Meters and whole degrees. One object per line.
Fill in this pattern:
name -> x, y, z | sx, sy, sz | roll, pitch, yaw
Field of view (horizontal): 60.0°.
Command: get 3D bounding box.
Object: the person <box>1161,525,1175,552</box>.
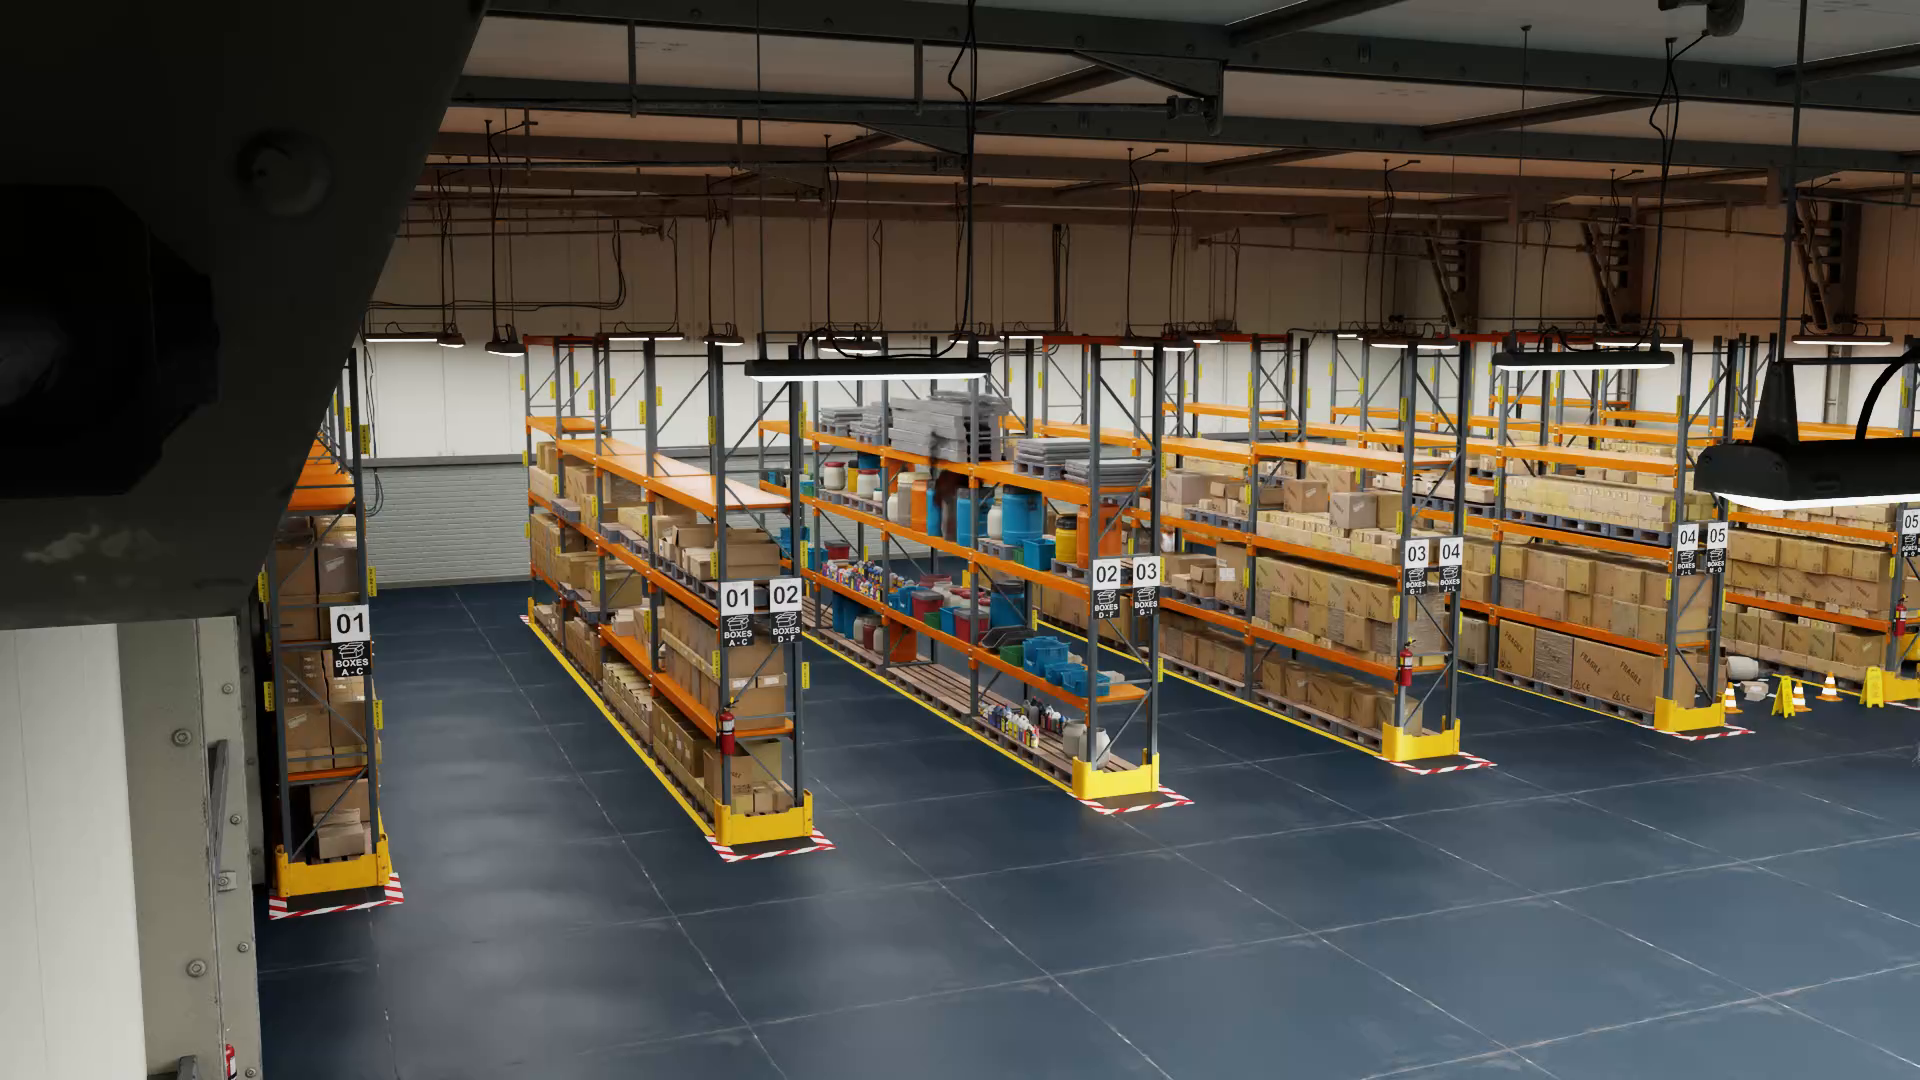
person -> 4.702, 0.459, 37.350 | 0.661, 1.765, 1.003 | -3, 8, -22

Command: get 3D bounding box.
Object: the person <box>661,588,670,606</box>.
person -> -6.136, 0.918, 34.264 | 0.757, 1.765, 0.803 | -4, 9, -28
